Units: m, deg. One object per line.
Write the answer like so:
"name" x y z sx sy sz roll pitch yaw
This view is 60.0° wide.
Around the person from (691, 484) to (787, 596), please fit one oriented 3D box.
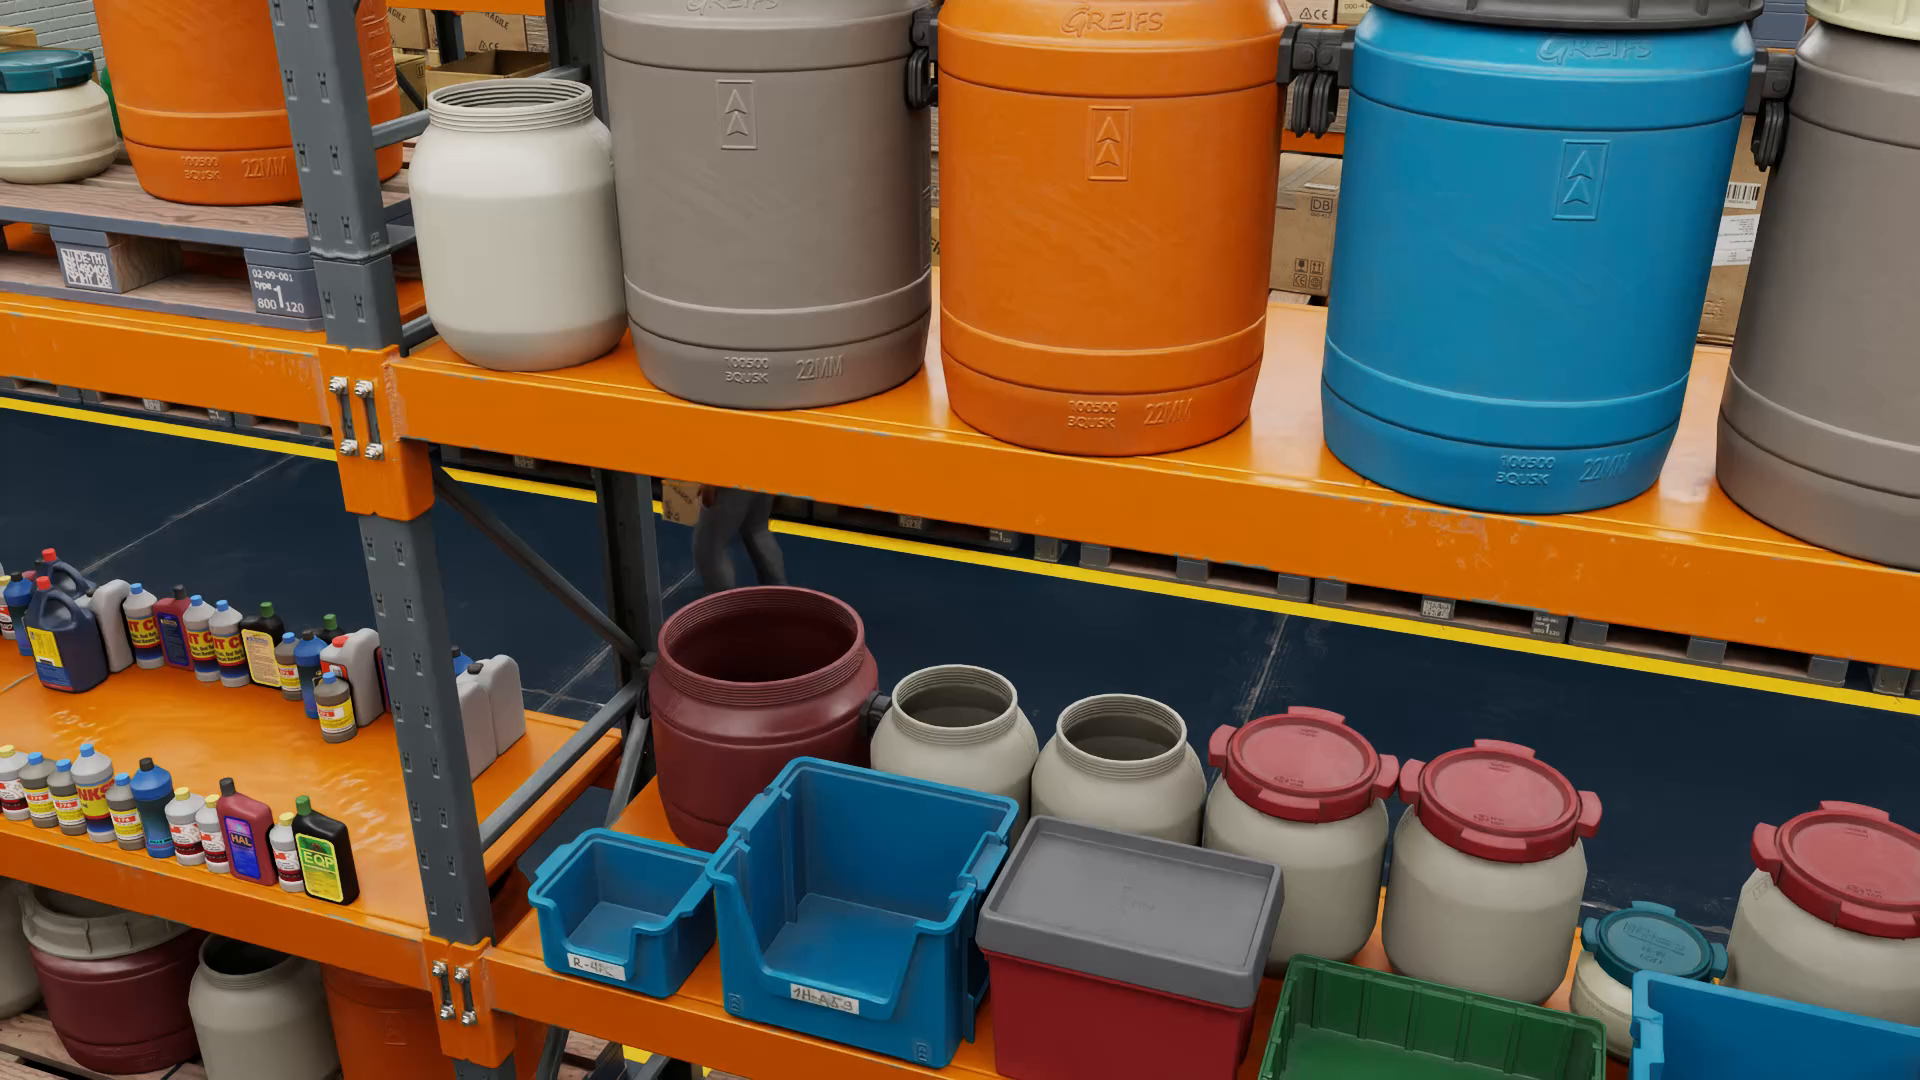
"person" -1.085 -0.317 7.781 0.480 1.651 0.539 5 26 11
